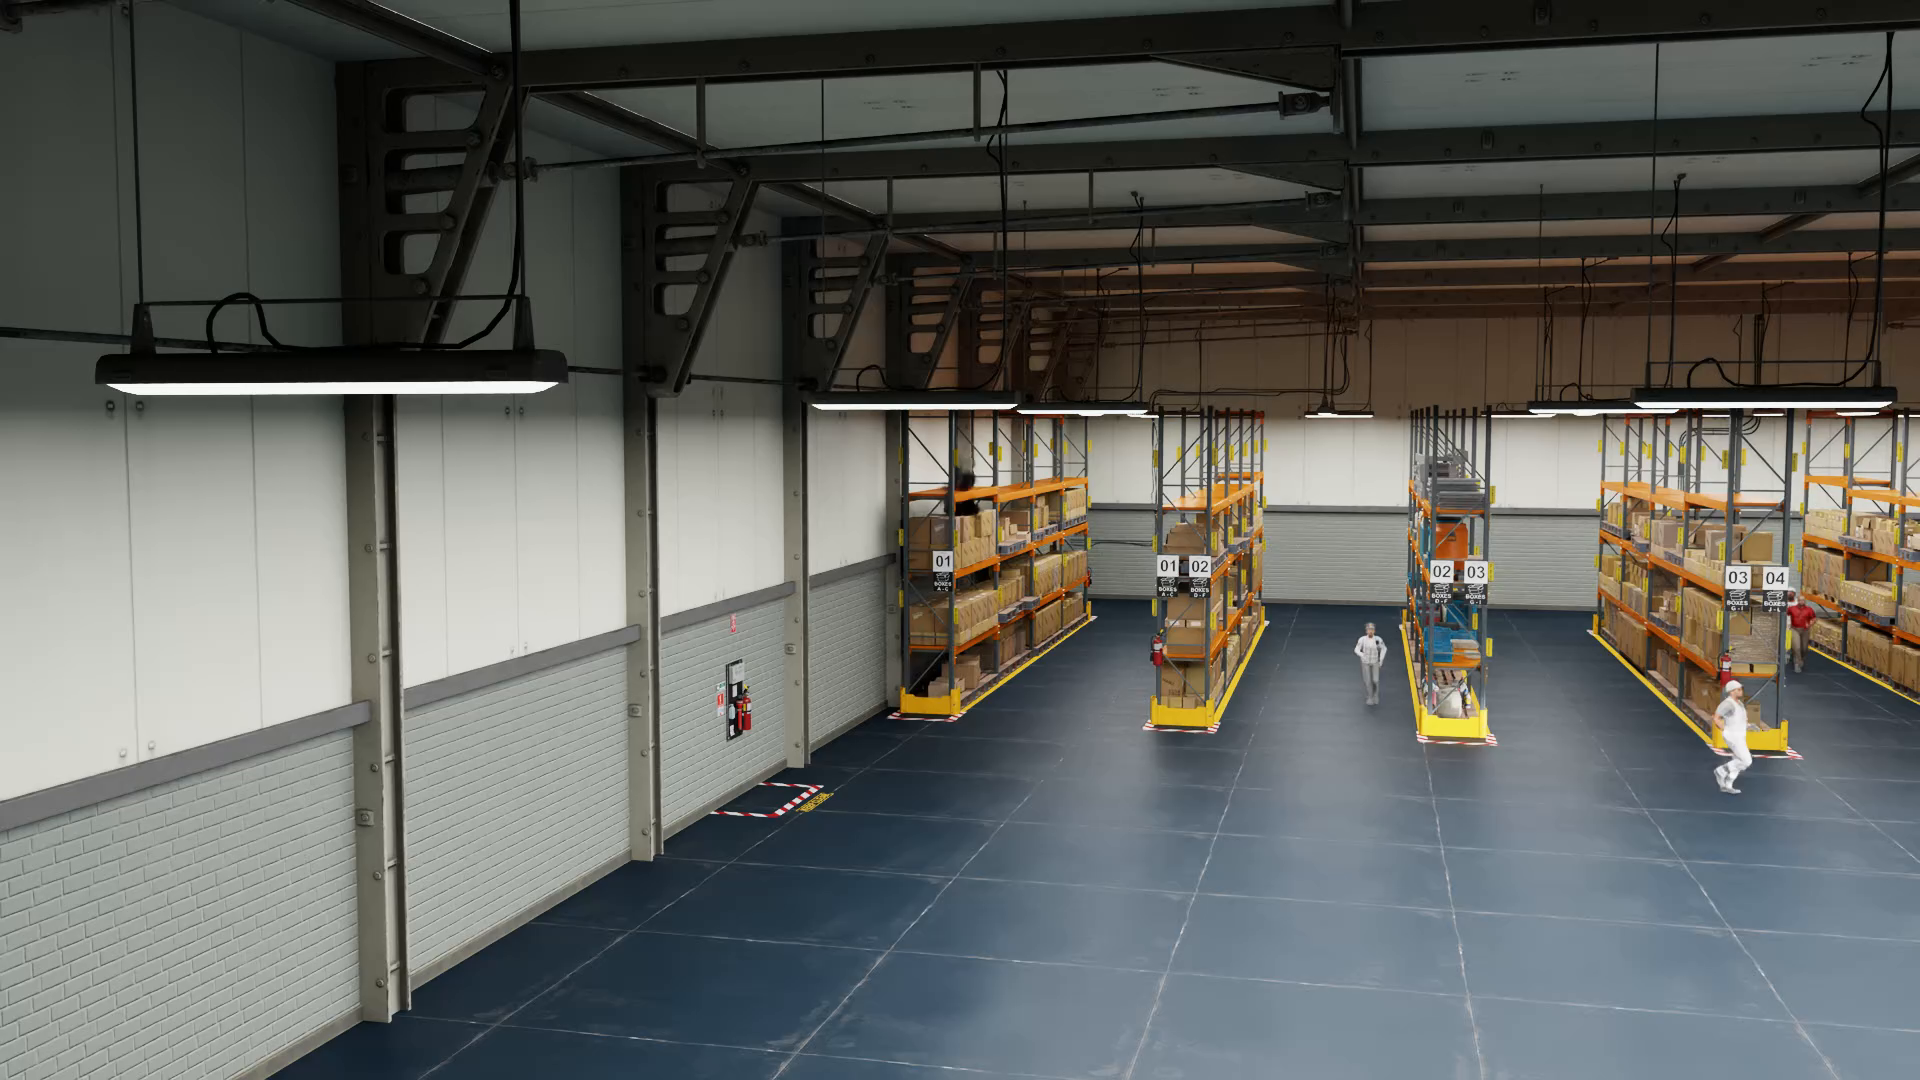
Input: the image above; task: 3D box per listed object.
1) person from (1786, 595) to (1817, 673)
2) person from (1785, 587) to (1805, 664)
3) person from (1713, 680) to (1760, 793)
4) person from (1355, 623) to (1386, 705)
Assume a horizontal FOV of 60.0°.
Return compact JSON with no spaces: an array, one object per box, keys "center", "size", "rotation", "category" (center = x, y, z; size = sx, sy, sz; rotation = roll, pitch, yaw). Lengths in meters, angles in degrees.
[{"center":[19.249,2.132,38.127],"size":[0.677,1.738,0.842],"rotation":[1,4,18],"category":"person"},{"center":[19.676,2.022,39.361],"size":[0.647,1.851,0.793],"rotation":[1,4,17],"category":"person"},{"center":[11.887,3.023,25.442],"size":[0.591,1.739,0.671],"rotation":[4,6,43],"category":"person"},{"center":[8.240,2.489,33.403],"size":[0.613,1.662,0.603],"rotation":[1,4,15],"category":"person"}]
